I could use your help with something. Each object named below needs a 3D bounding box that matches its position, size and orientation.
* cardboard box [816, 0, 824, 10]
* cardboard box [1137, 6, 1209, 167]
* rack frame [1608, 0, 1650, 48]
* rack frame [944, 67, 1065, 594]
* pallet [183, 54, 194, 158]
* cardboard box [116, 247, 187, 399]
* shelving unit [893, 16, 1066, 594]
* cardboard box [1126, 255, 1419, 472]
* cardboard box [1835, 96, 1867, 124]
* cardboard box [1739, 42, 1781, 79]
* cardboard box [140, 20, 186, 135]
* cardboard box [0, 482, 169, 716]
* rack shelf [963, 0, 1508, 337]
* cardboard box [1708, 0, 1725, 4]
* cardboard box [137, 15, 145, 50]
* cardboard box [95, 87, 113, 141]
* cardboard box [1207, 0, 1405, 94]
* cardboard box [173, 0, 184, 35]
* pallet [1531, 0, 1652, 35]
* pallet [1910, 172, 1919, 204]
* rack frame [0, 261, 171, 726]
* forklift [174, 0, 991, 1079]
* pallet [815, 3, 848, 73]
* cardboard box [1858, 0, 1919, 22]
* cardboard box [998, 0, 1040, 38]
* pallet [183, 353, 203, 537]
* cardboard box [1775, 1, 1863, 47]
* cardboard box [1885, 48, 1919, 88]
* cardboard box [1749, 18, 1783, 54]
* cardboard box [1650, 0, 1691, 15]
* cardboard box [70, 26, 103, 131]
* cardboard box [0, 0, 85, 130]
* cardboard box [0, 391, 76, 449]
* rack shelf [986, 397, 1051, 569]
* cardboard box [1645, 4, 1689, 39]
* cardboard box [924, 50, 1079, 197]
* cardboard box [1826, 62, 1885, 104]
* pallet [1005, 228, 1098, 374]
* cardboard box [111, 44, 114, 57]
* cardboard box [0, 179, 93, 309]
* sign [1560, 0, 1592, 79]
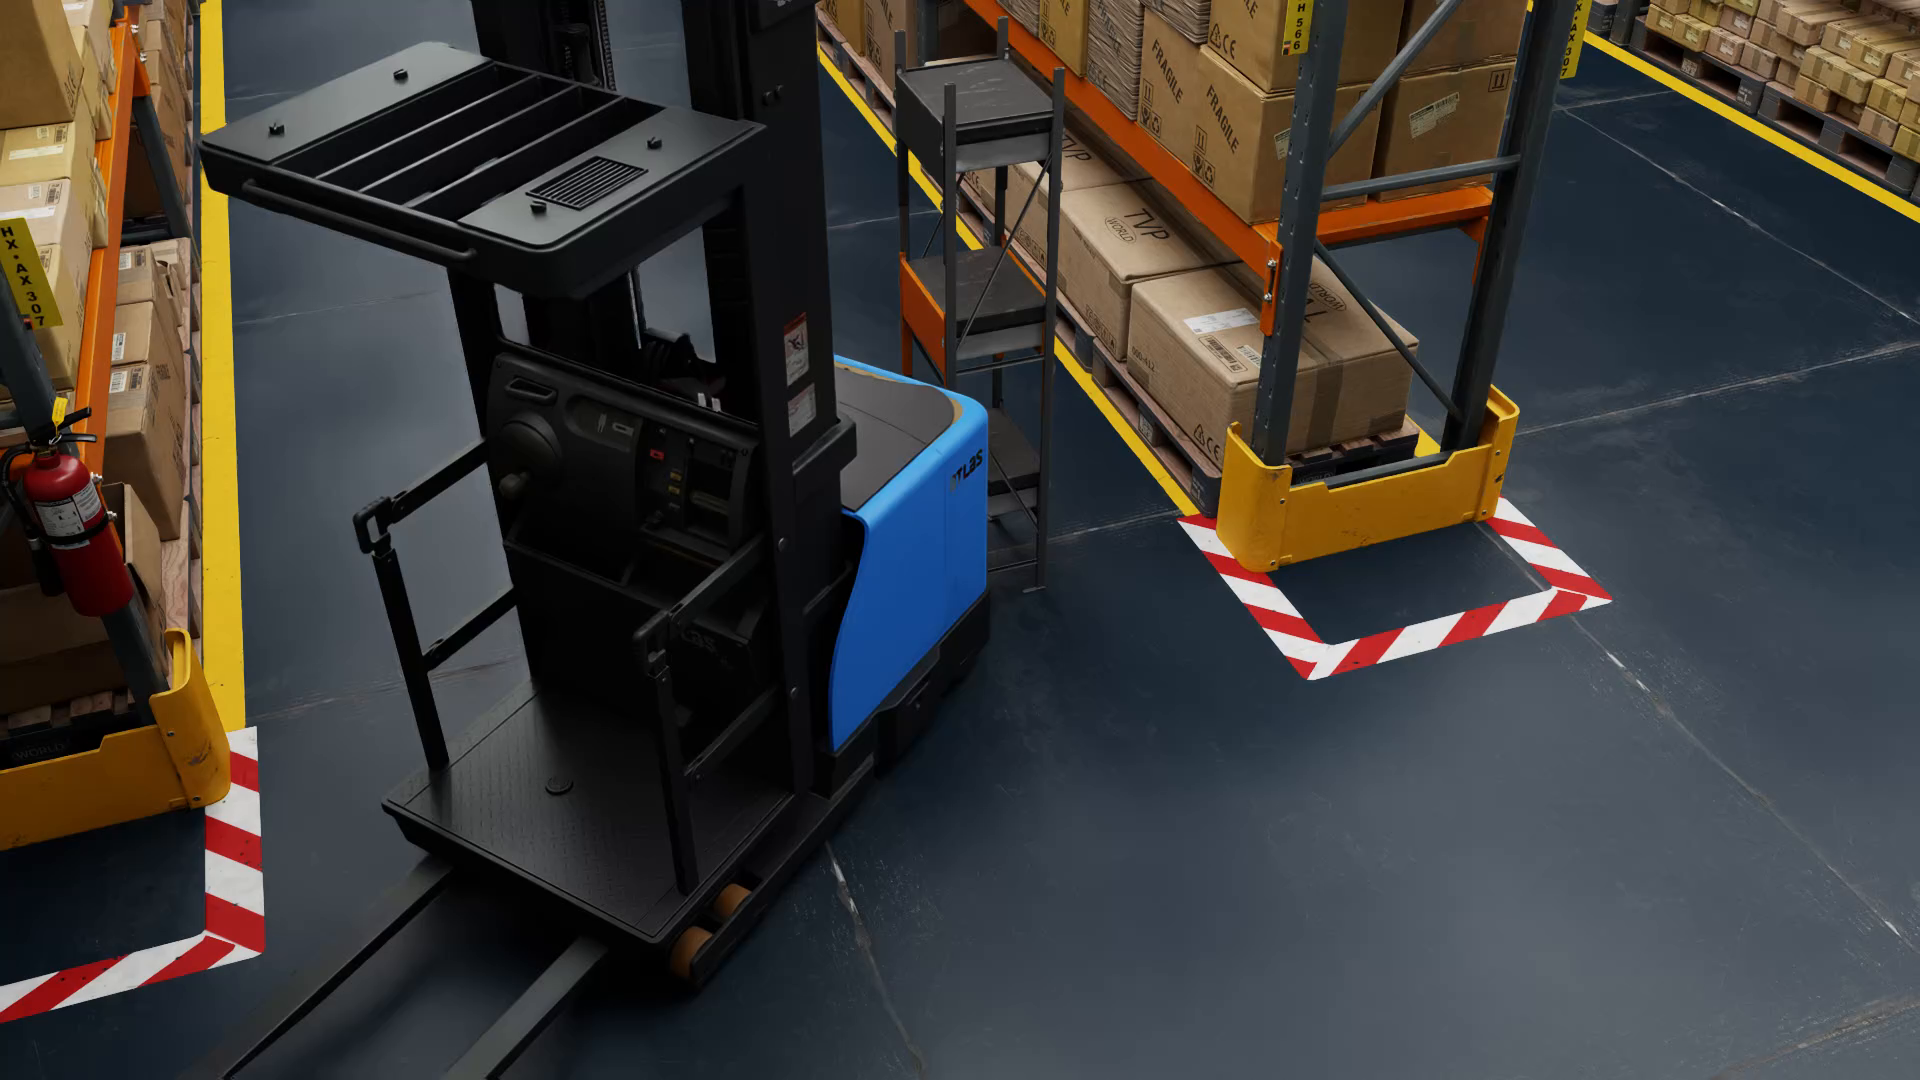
[{"bbox_3d":[-0.665,-4.213,11.267,0.875,0.875,0.875,-12,39,-15],"label":"cardboard box"},{"bbox_3d":[1.052,-1.831,6.605,0.500,0.500,0.500,-13,39,-17],"label":"cardboard box"},{"bbox_3d":[4.862,-4.629,10.402,1.000,3.000,0.127,-12,39,-16],"label":"rack frame"},{"bbox_3d":[0.141,-0.607,5.811,0.400,2.100,0.015,-12,39,-16],"label":"rack frame"},{"bbox_3d":[-5.150,-2.545,9.953,1.003,0.211,1.213,-12,39,-16],"label":"pallet"},{"bbox_3d":[-3.770,-0.869,7.139,0.700,0.500,0.500,-14,39,-18],"label":"cardboard box"},{"bbox_3d":[0.057,-0.745,5.994,0.431,2.100,0.503,-12,39,-16],"label":"shelving unit"},{"bbox_3d":[1.304,-0.784,7.078,0.875,0.438,0.875,-14,39,-17],"label":"cardboard box"},{"bbox_3d":[5.332,-2.528,9.634,0.380,0.149,0.250,-11,38,-15],"label":"cardboard box"},{"bbox_3d":[5.045,-2.972,10.224,0.380,0.149,0.250,-13,39,-17],"label":"cardboard box"},{"bbox_3d":[-4.726,-2.588,9.421,0.500,0.500,0.500,-14,39,-17],"label":"cardboard box"},{"bbox_3d":[-3.156,0.207,5.708,0.797,0.503,0.637,-14,39,-18],"label":"cardboard box"},{"bbox_3d":[0.937,-2.130,7.682,1.077,0.370,4.000,-12,39,-16],"label":"rack shelf"},{"bbox_3d":[4.825,-3.490,10.416,0.380,0.149,0.250,-11,38,-14],"label":"cardboard box"},{"bbox_3d":[-4.709,-2.787,9.146,0.380,0.149,0.250,-13,39,-16],"label":"cardboard box"},{"bbox_3d":[-3.662,-1.712,6.739,0.380,0.149,0.250,-13,39,-17],"label":"cardboard box"},{"bbox_3d":[1.236,-1.949,5.931,0.500,0.500,0.500,-11,38,-14],"label":"cardboard box"},{"bbox_3d":[-5.277,-3.467,10.588,0.500,0.500,0.500,-13,39,-17],"label":"cardboard box"},{"bbox_3d":[4.592,-3.954,11.824,1.003,0.211,1.213,-12,39,-16],"label":"pallet"},{"bbox_3d":[5.966,-1.764,8.917,1.003,0.211,1.213,-12,39,-16],"label":"pallet"},{"bbox_3d":[-3.034,-0.257,4.598,1.000,3.000,0.127,-12,39,-16],"label":"rack frame"},{"bbox_3d":[-1.075,-0.164,4.531,1.130,2.935,3.031,20,41,24],"label":"forklift"},{"bbox_3d":[-0.511,-3.544,11.279,1.003,0.211,1.213,-12,39,-16],"label":"pallet"},{"bbox_3d":[5.642,-3.176,10.000,0.380,0.149,0.250,-14,39,-18],"label":"cardboard box"},{"bbox_3d":[0.499,-2.700,7.758,0.500,0.500,0.500,-12,39,-16],"label":"cardboard box"},{"bbox_3d":[-3.752,-0.325,7.006,1.003,0.211,1.213,-12,39,-16],"label":"pallet"},{"bbox_3d":[5.080,-3.054,9.837,0.380,0.149,0.250,-12,39,-15],"label":"cardboard box"},{"bbox_3d":[5.416,-2.628,9.271,0.380,0.149,0.250,-14,39,-17],"label":"cardboard box"},{"bbox_3d":[5.065,-3.098,10.143,0.380,0.149,0.250,-14,39,-18],"label":"cardboard box"},{"bbox_3d":[4.686,-3.505,10.684,0.380,0.149,0.250,-11,38,-14],"label":"cardboard box"},{"bbox_3d":[-3.661,-1.774,6.490,0.500,0.250,0.500,-13,39,-16],"label":"cardboard box"},{"bbox_3d":[-3.454,-1.775,5.868,0.500,0.500,0.500,-11,38,-15],"label":"cardboard box"},{"bbox_3d":[-2.890,-0.399,4.996,0.380,0.149,0.250,-13,39,-16],"label":"cardboard box"},{"bbox_3d":[0.057,-0.175,6.423,0.431,0.518,0.480,-12,39,-16],"label":"rack shelf"},{"bbox_3d":[4.685,-3.386,10.772,0.380,0.149,0.250,-14,39,-18],"label":"cardboard box"},{"bbox_3d":[0.364,-2.314,9.110,0.875,0.438,0.875,-13,39,-17],"label":"cardboard box"},{"bbox_3d":[5.226,-2.637,9.532,0.380,0.149,0.250,-12,39,-15],"label":"cardboard box"},{"bbox_3d":[0.860,-1.297,8.296,1.003,0.211,1.213,-12,39,-16],"label":"pallet"},{"bbox_3d":[-3.954,-2.146,7.315,0.380,0.149,0.250,-11,38,-15],"label":"cardboard box"},{"bbox_3d":[-3.111,-0.913,5.346,0.500,0.250,0.500,-12,39,-15],"label":"cardboard box"},{"bbox_3d":[2.148,-1.776,5.829,0.100,0.325,0.005,-12,39,-16],"label":"sign"}]
